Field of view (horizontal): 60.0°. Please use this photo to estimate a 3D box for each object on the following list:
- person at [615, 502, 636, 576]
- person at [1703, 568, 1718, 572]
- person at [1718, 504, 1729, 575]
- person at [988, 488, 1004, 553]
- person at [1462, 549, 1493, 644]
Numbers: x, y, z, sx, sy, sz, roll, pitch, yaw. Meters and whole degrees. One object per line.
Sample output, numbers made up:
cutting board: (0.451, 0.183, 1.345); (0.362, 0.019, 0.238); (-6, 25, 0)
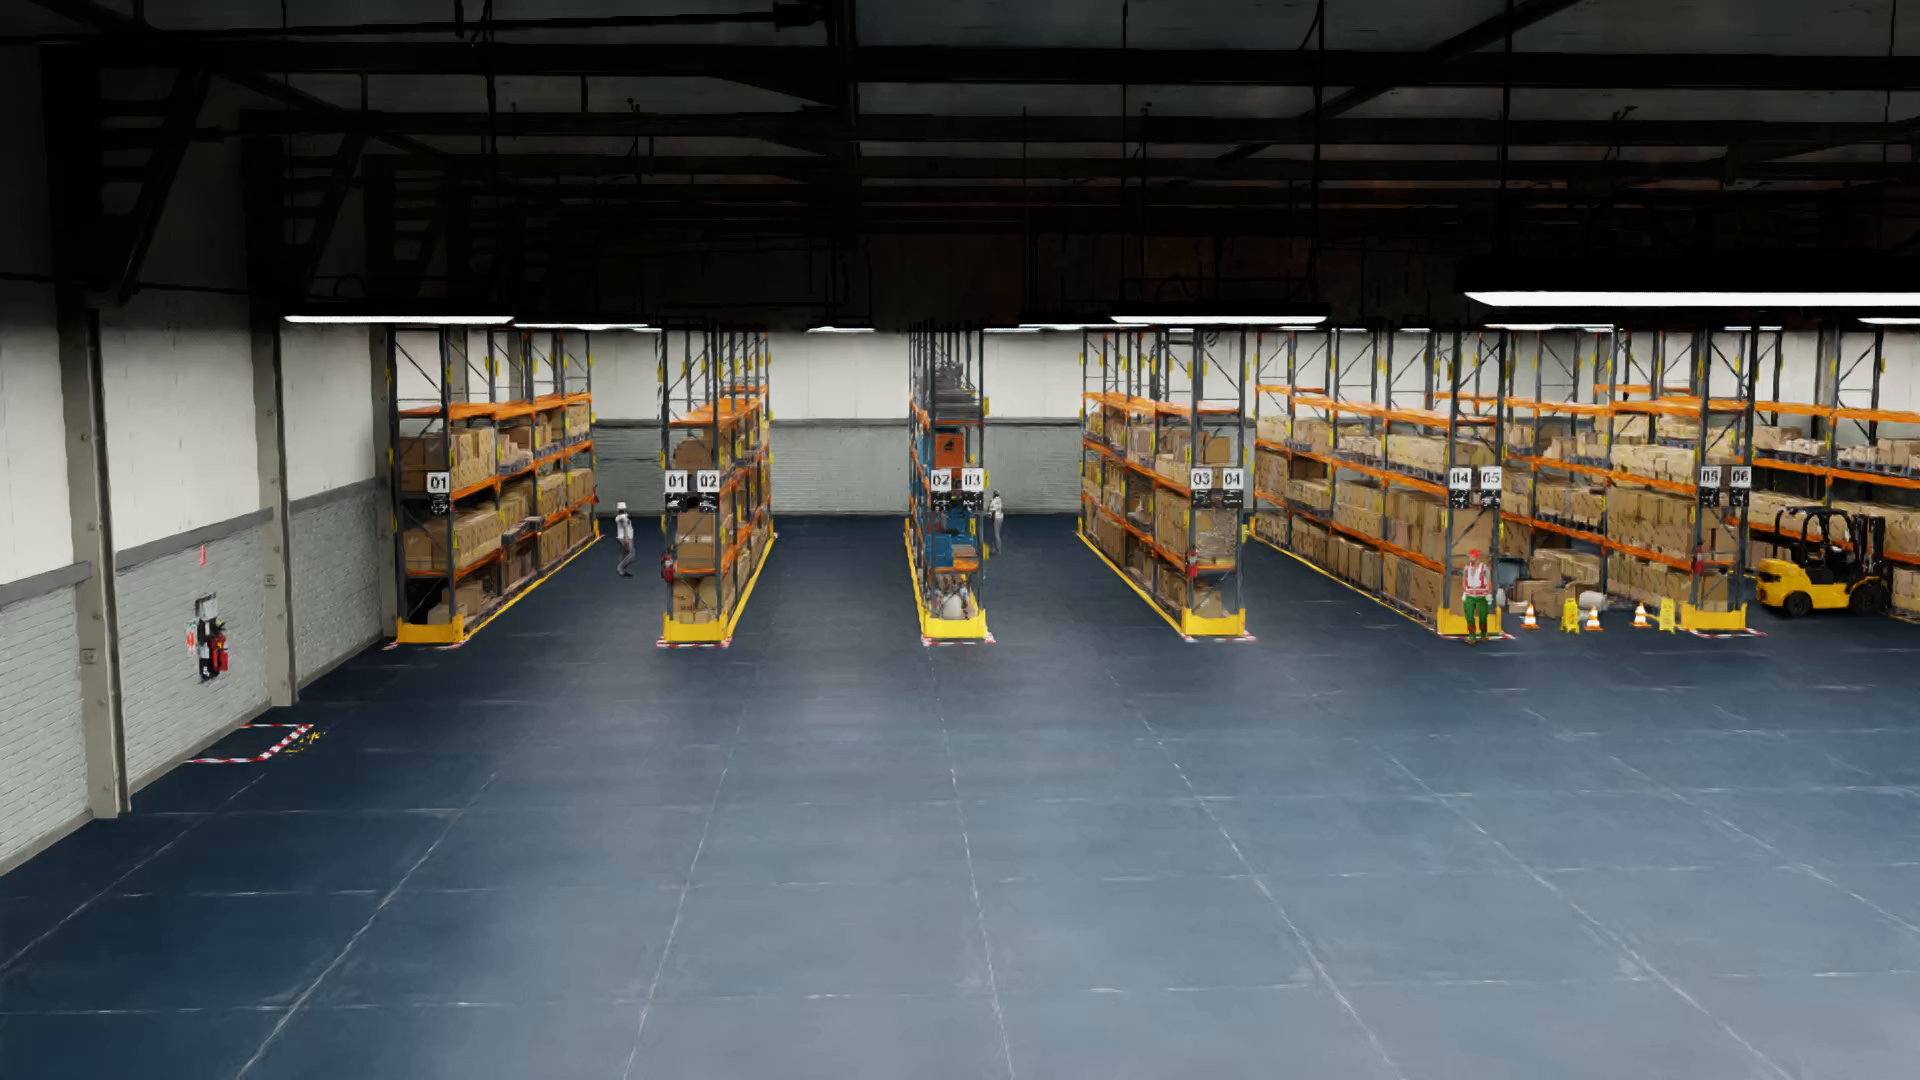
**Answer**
person: (-7.971, -0.022, 39.427); (0.444, 1.769, 0.569); (-4, 8, -30)
person: (16.097, 0.441, 35.788); (0.497, 1.731, 0.588); (4, 8, 28)
person: (17.828, -0.022, 39.257); (0.642, 1.774, 0.684); (2, 7, 19)
person: (0.914, -0.518, 43.747); (0.469, 1.677, 0.497); (4, 8, 26)
person: (9.639, 1.031, 30.955); (0.575, 1.775, 0.574); (5, 8, 33)
